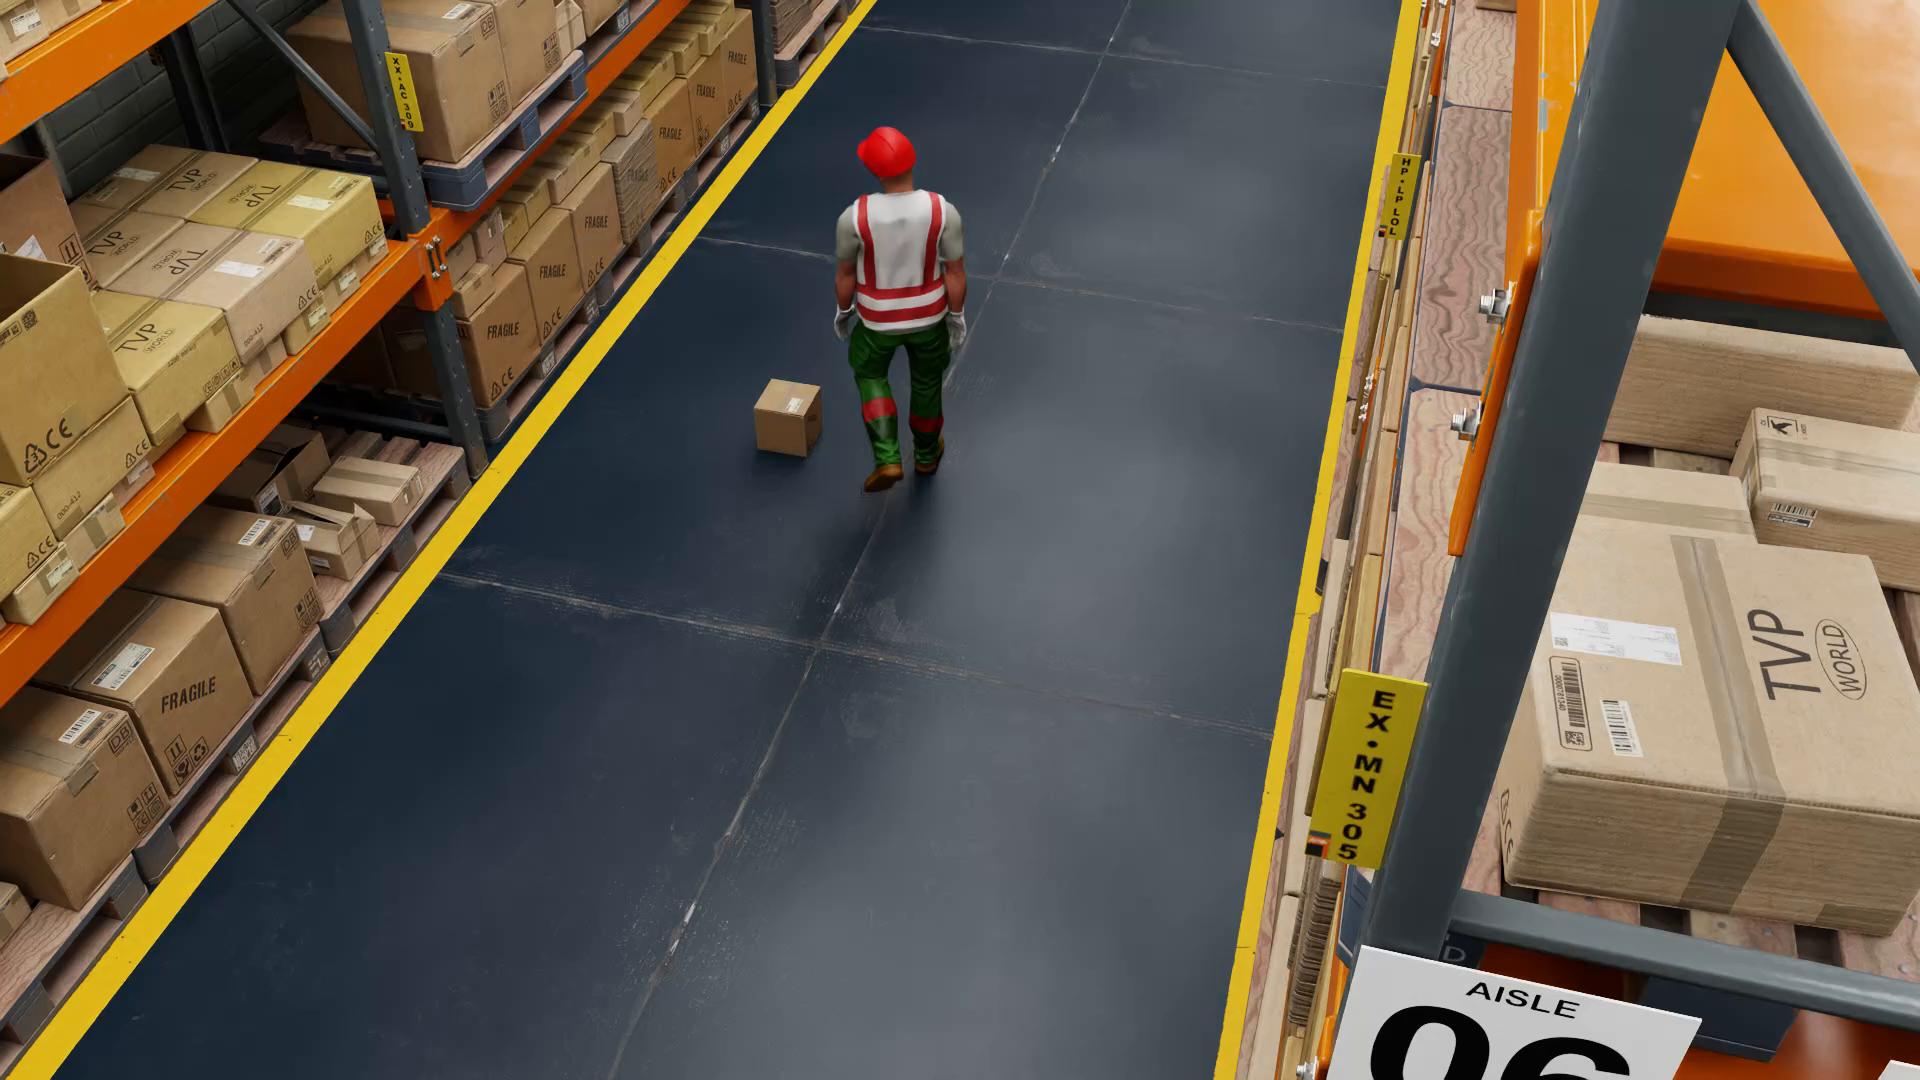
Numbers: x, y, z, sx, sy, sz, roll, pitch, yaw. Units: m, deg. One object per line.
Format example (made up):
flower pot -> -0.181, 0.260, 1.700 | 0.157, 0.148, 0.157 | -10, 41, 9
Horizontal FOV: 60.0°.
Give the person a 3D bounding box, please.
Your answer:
person -> -0.307, -1.108, 7.411 | 0.618, 1.784, 0.626 | 26, 47, 27
